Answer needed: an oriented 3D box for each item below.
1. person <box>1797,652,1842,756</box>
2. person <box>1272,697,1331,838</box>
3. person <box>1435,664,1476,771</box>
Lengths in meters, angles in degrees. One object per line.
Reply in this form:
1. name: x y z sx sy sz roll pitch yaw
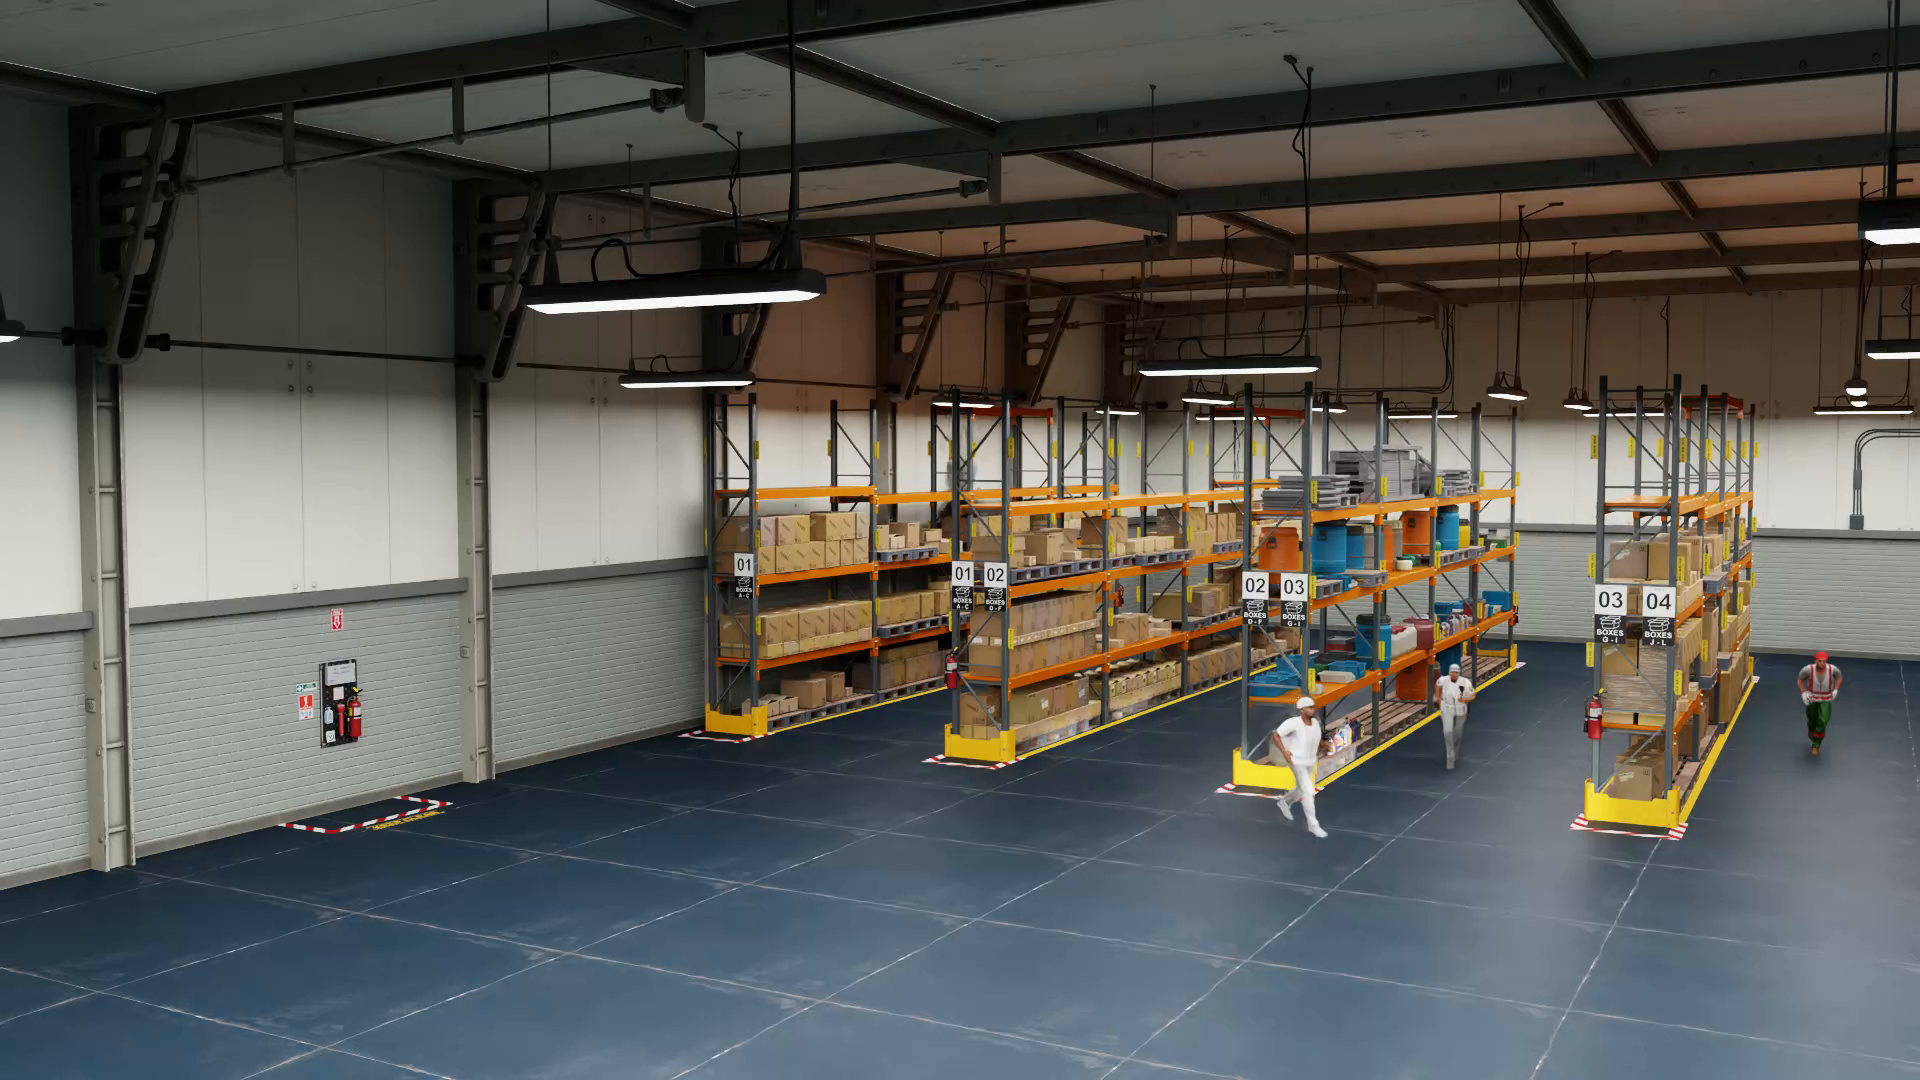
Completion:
1. person: 14.246 2.675 27.597 0.669 1.731 0.989 1 3 18
2. person: 4.461 2.935 21.812 0.716 1.778 0.982 -2 4 -37
3. person: 7.849 2.773 26.393 0.603 1.680 0.963 1 3 13
